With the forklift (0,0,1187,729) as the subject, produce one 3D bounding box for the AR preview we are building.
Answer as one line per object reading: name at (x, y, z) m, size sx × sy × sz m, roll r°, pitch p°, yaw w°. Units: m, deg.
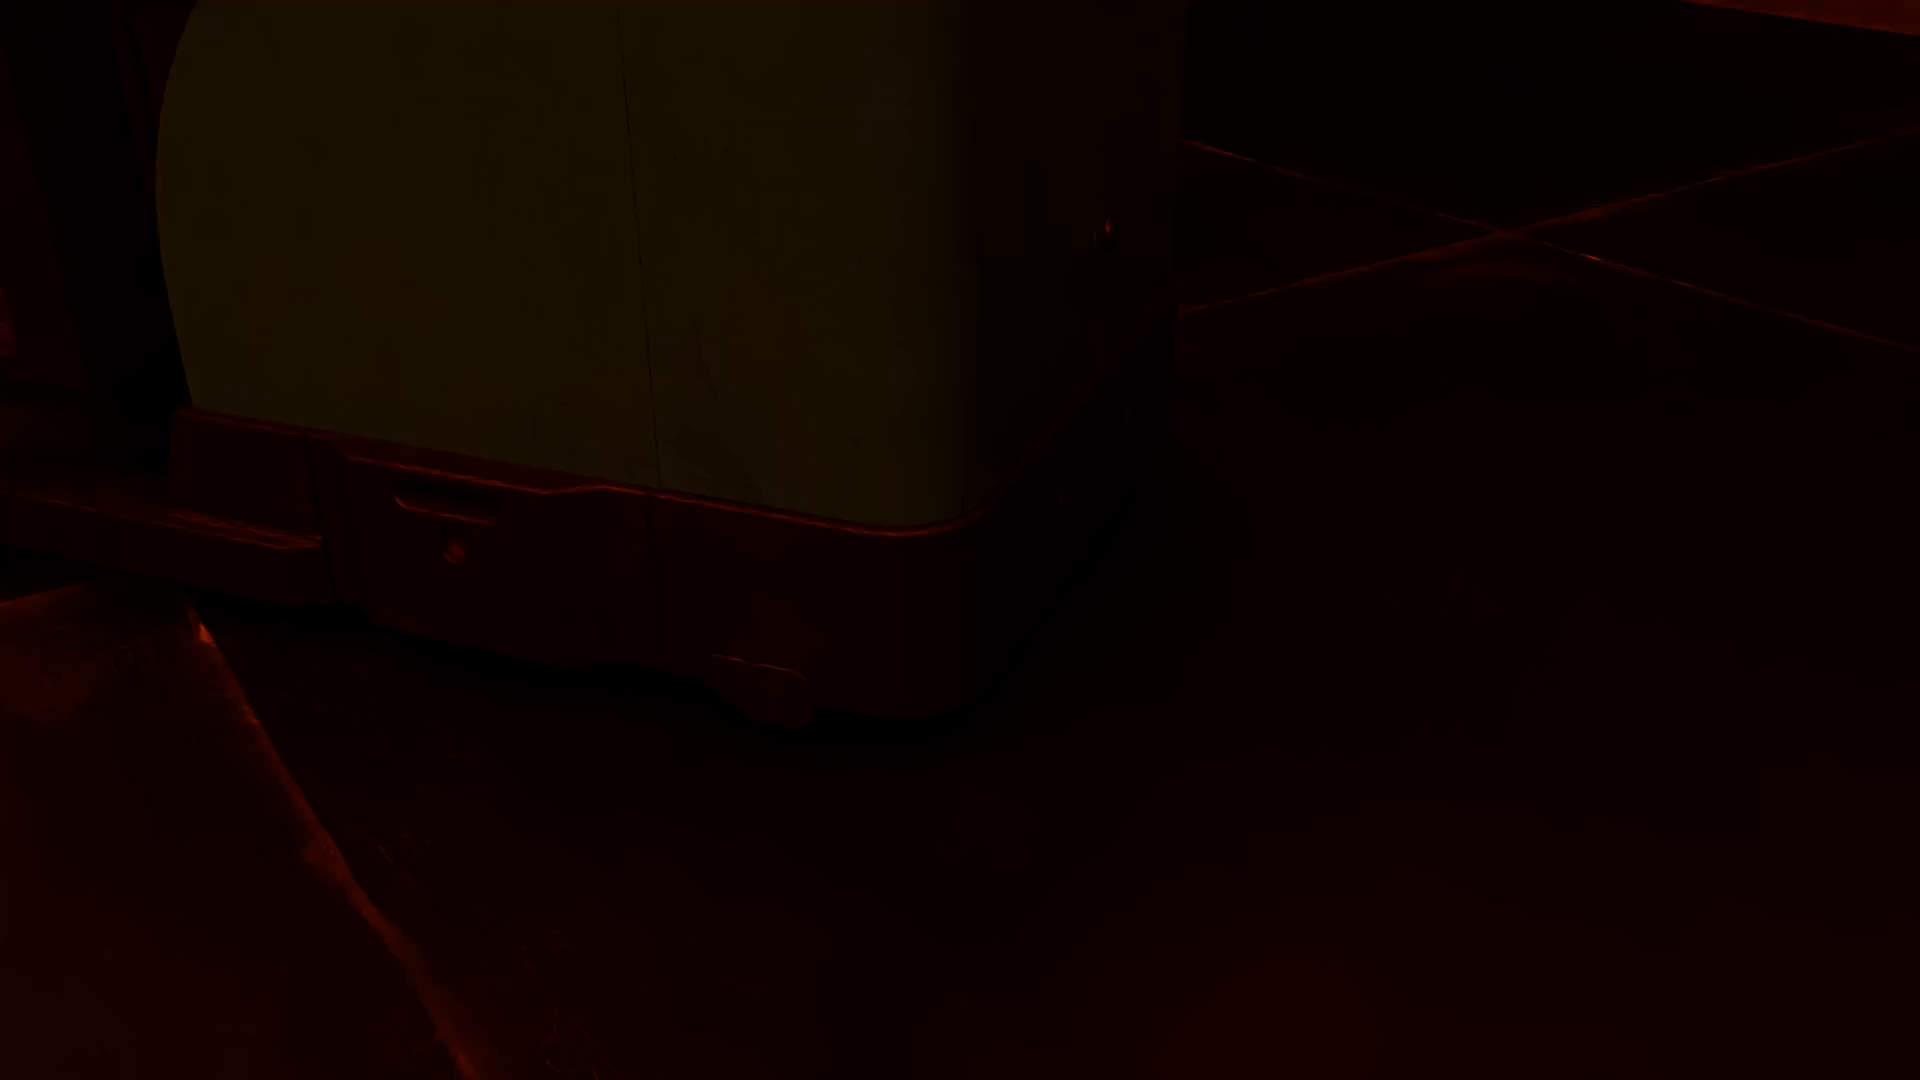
forklift at (-1.227, -1.490, 2.200) m, size 3.031 × 2.935 × 1.130 m, roll 10°, pitch 28°, yaw 19°
